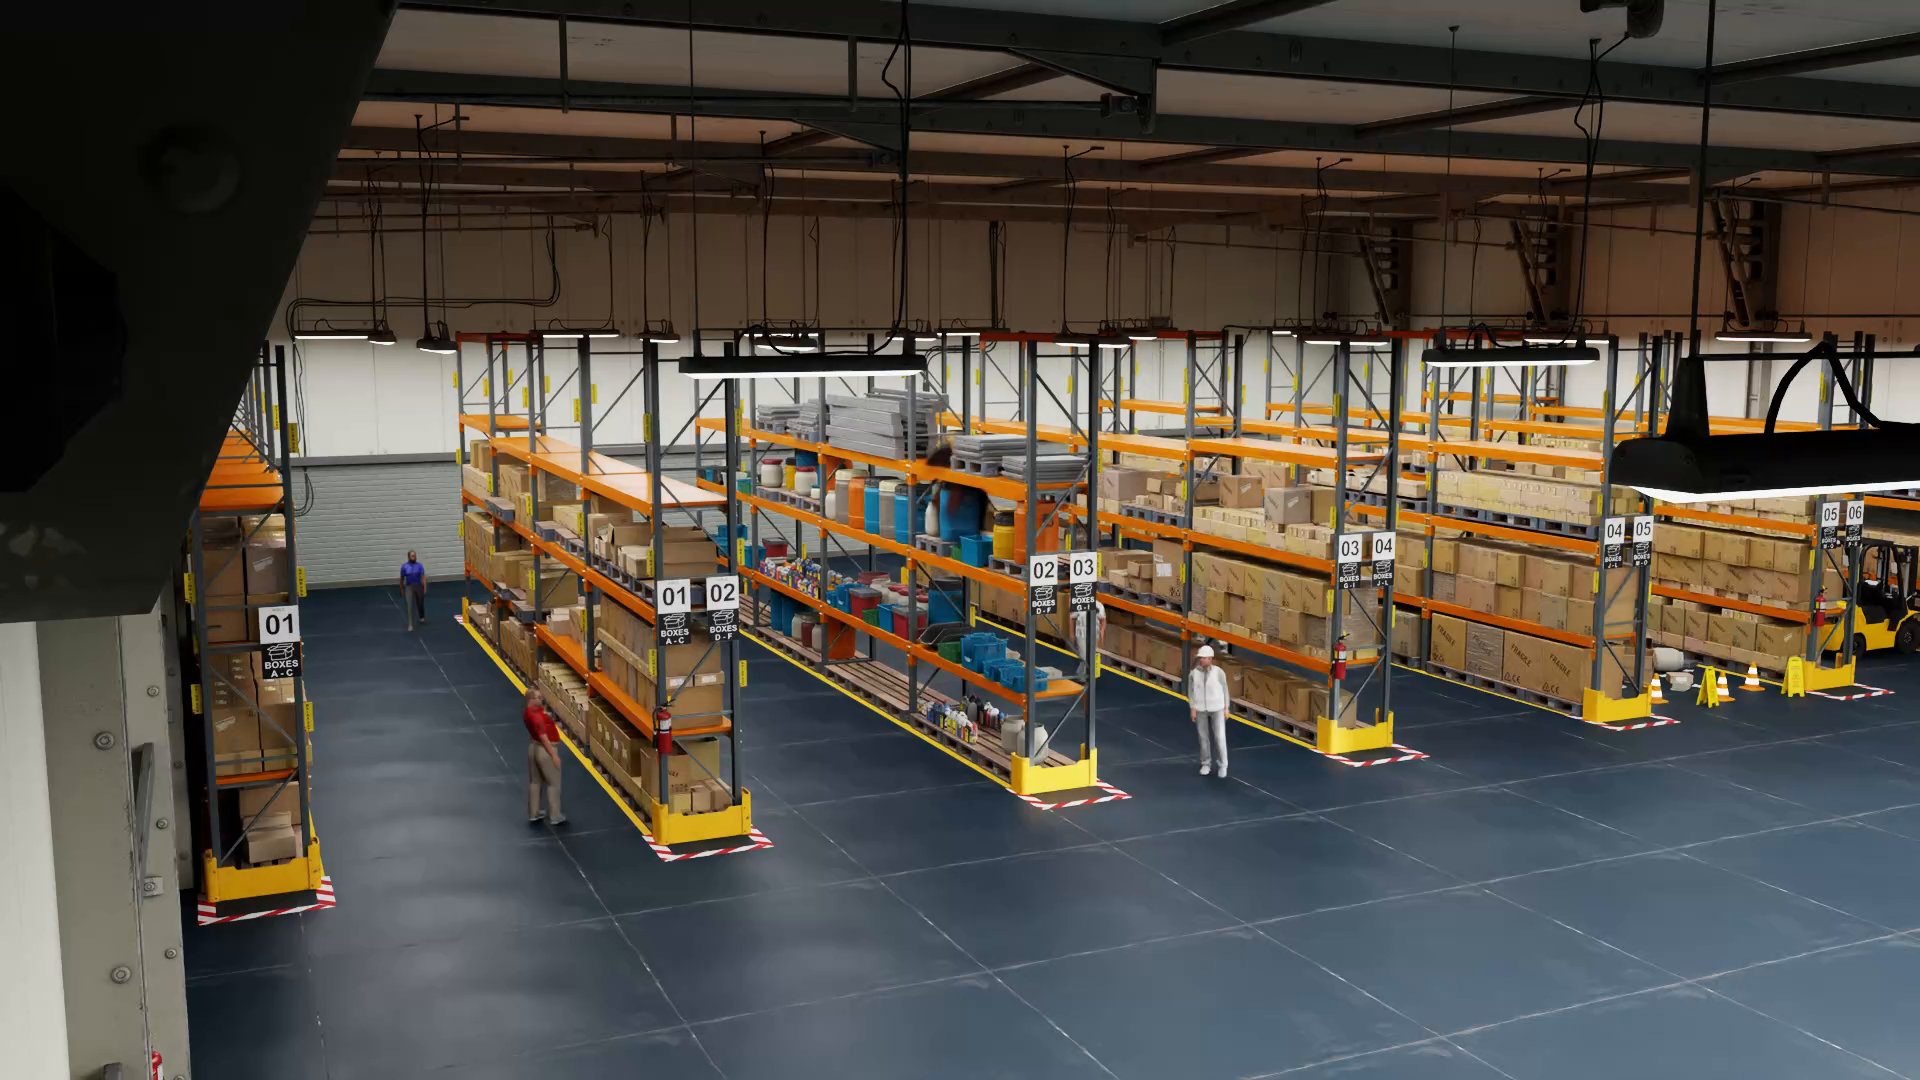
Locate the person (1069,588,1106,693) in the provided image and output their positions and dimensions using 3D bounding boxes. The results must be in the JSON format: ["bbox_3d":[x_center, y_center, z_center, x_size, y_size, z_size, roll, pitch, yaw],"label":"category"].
[{"bbox_3d":[2.219,1.659,28.378,0.539,1.795,0.936,-3,8,-23],"label":"person"}]

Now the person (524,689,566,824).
[{"bbox_3d":[-5.184,2.688,20.756,0.620,1.706,0.460,7,10,41],"label":"person"}]

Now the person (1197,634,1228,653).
[{"bbox_3d":[4.692,1.317,30.693,0.655,1.749,0.994,-4,8,-24],"label":"person"}]

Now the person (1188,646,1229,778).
[{"bbox_3d":[3.438,2.368,23.042,0.592,1.812,0.389,3,8,19],"label":"person"}]

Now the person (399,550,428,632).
[{"bbox_3d":[-11.077,0.999,33.695,0.555,1.603,1.010,-2,8,-15],"label":"person"}]
